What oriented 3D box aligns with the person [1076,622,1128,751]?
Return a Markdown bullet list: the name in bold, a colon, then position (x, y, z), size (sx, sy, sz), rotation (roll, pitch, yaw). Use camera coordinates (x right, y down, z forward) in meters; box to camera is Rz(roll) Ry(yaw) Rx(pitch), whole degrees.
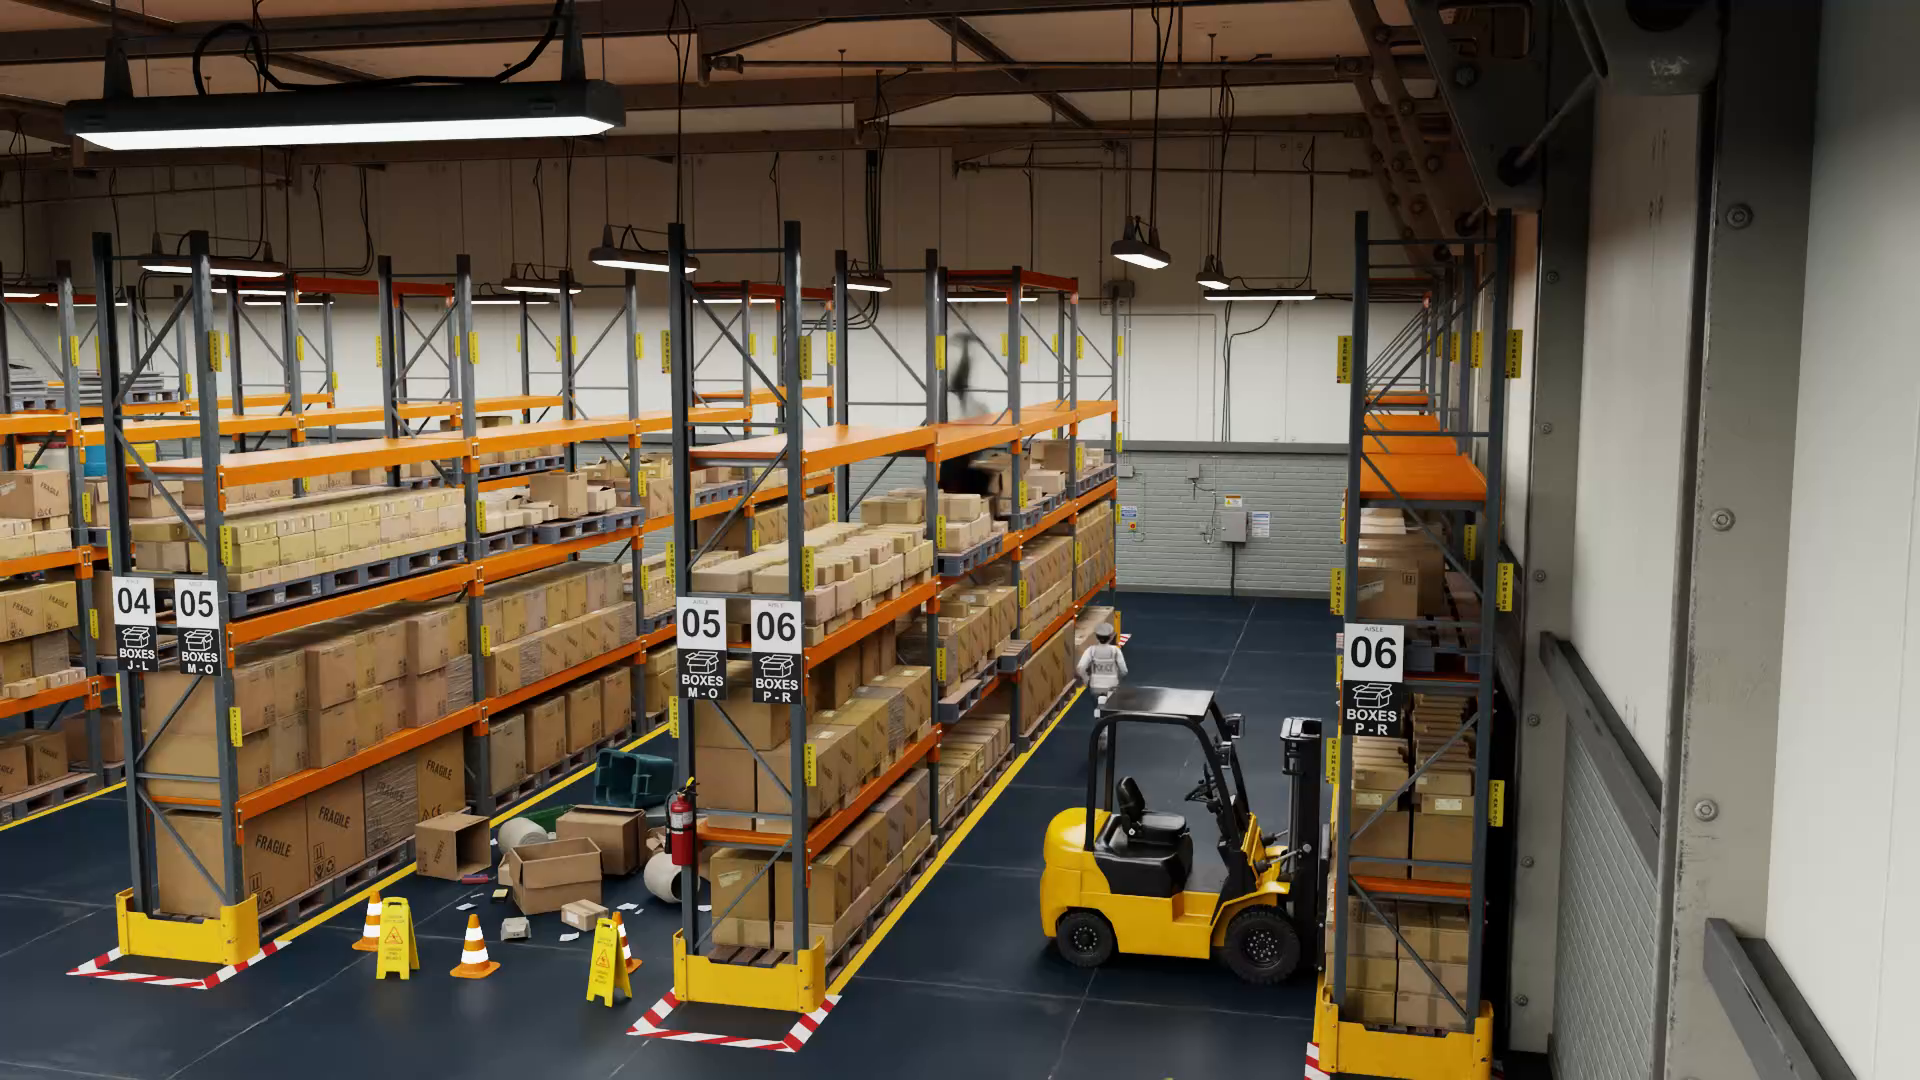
- **person**: position (1.755, 1.866, 20.521), size (0.627, 1.698, 0.761), rotation (1, 7, 9)
